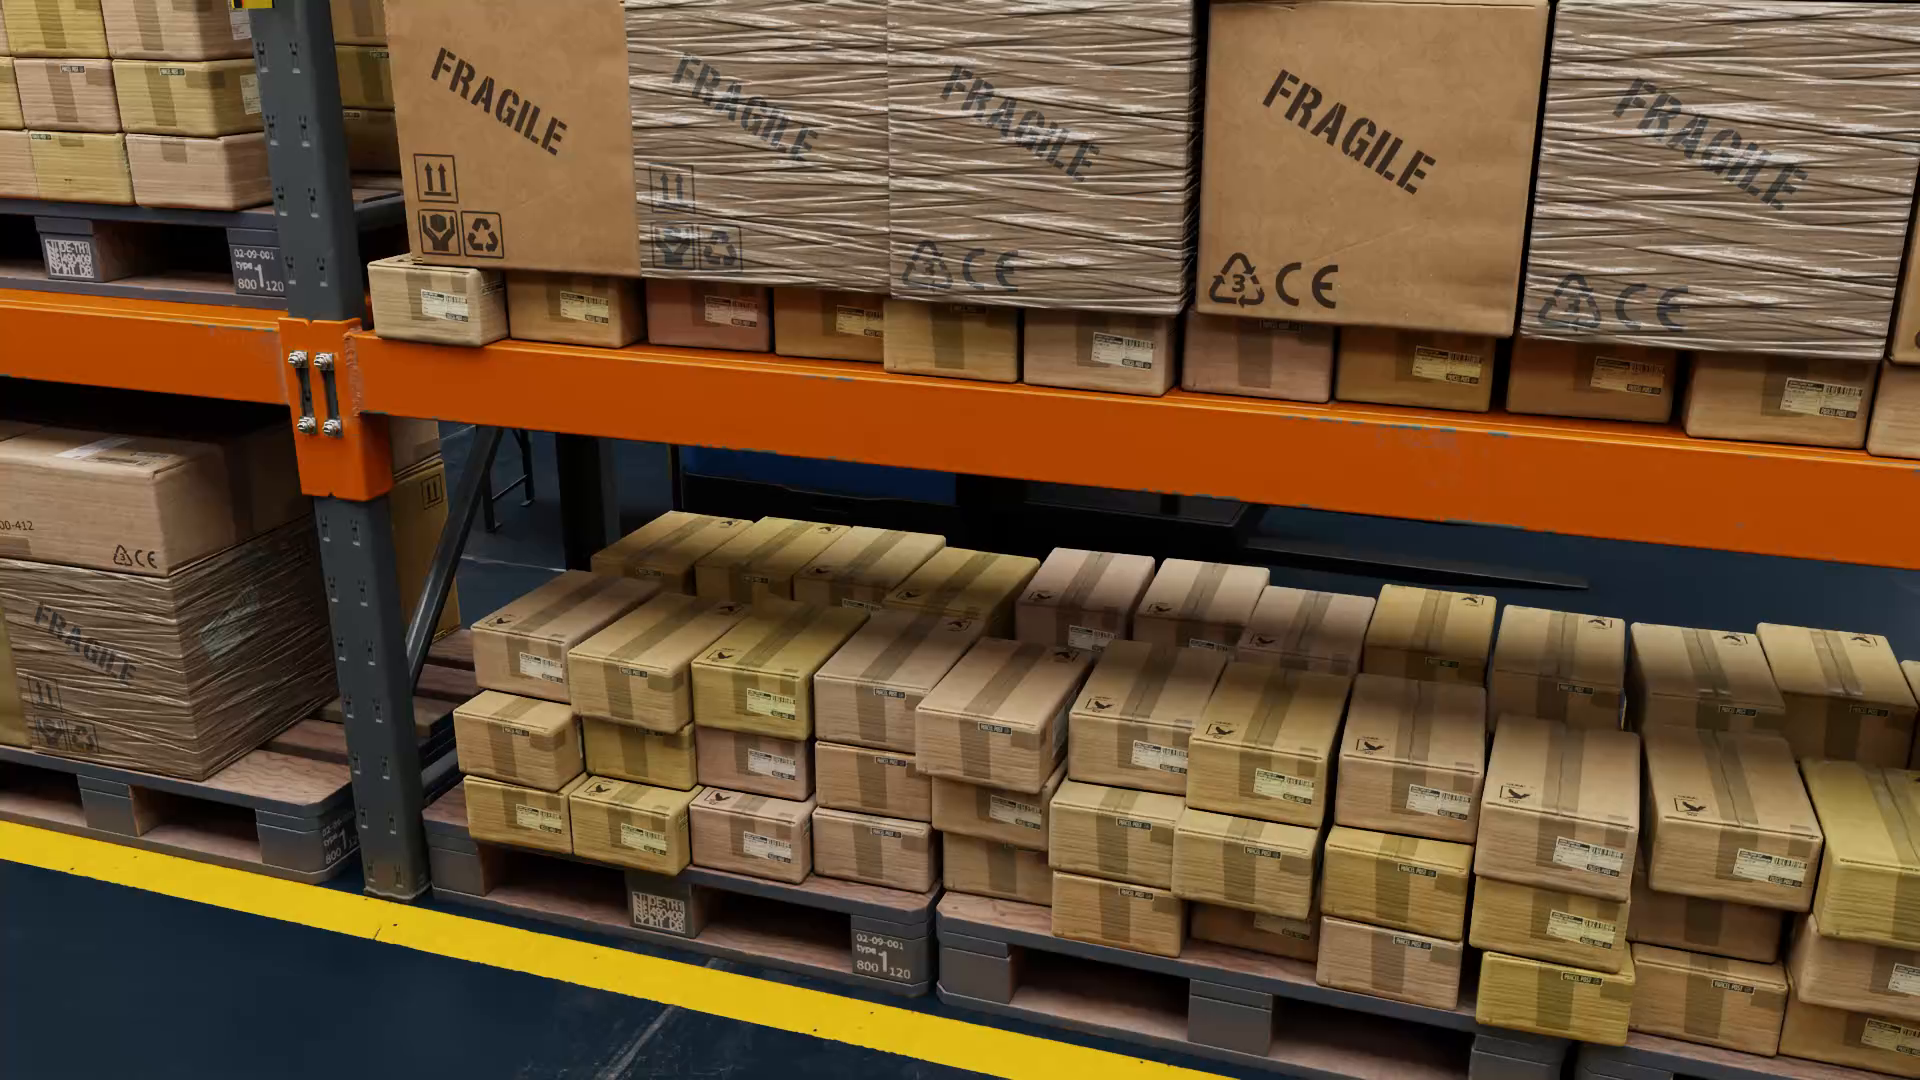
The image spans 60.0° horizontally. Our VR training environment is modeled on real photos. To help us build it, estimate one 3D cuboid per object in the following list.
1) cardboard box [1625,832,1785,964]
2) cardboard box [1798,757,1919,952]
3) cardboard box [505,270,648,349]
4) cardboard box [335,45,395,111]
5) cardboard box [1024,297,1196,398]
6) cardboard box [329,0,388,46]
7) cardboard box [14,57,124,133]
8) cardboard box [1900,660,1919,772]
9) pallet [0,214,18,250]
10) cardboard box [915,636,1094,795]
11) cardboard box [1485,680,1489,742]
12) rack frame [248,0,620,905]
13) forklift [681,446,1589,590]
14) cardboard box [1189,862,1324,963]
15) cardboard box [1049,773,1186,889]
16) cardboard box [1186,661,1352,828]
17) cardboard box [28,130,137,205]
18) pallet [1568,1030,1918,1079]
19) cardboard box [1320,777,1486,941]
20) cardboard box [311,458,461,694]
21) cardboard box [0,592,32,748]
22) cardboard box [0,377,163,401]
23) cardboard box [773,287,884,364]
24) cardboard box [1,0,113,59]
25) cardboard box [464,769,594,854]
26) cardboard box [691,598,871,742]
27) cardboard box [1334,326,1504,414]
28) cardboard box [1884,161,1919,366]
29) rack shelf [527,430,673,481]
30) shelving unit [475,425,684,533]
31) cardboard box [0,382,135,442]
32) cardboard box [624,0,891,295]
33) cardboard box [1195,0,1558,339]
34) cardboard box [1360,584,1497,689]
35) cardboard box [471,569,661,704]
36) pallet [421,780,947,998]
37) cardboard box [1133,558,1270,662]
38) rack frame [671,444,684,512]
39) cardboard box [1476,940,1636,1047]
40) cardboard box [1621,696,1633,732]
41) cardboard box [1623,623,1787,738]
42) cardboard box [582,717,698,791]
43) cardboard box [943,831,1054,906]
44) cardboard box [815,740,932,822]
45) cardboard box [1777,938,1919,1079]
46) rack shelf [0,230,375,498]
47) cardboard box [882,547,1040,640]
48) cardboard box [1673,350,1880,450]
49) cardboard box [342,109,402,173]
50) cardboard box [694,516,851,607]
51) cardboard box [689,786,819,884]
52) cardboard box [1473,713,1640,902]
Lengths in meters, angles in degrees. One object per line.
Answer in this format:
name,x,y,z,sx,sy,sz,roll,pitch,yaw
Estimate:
cardboard box,1.349,0.595,3.055,0.250,0.149,0.380,6,20,17
cardboard box,1.565,0.527,2.796,0.250,0.149,0.380,6,20,17
cardboard box,-0.697,-0.504,3.347,0.250,0.149,0.380,7,20,20
cardboard box,-1.346,-1.166,4.155,0.250,0.149,0.380,7,20,19
cardboard box,0.295,-0.382,2.996,0.250,0.149,0.380,7,21,20
cardboard box,-1.346,-1.306,4.106,0.250,0.149,0.380,8,21,21
cardboard box,-1.815,-0.990,3.650,0.250,0.149,0.380,7,20,18
cardboard box,1.970,0.384,3.206,0.250,0.149,0.380,7,20,19
pallet,-3.020,-0.900,4.394,1.213,0.211,1.003,7,20,18
cardboard box,0.095,0.343,3.325,0.250,0.149,0.380,7,20,19
cardboard box,0.984,0.420,3.555,0.250,0.149,0.380,8,21,21
rack frame,-1.125,-0.760,3.699,0.127,3.000,1.000,7,20,18
forklift,0.588,-1.310,5.381,3.031,2.935,1.130,7,20,20
cardboard box,0.625,0.659,3.321,0.250,0.149,0.380,7,20,20
cardboard box,0.346,0.515,3.284,0.250,0.149,0.380,6,20,18
cardboard box,0.600,0.385,3.203,0.250,0.149,0.380,7,20,18
cardboard box,-1.811,-0.849,3.698,0.250,0.149,0.380,7,20,18
pallet,1.826,0.882,3.226,1.213,0.211,1.003,7,20,18
cardboard box,0.840,0.570,3.125,0.250,0.149,0.380,8,21,21
cardboard box,-1.736,0.060,4.507,0.500,0.500,0.500,7,21,20
cardboard box,-2.392,0.165,4.206,0.500,0.500,0.500,6,20,17
cardboard box,-2.240,-0.351,4.546,0.500,0.250,0.500,7,20,20
cardboard box,-0.173,-0.461,3.222,0.250,0.149,0.380,6,20,16
cardboard box,-1.823,-1.132,3.607,0.250,0.149,0.380,6,20,16
cardboard box,-0.887,0.527,3.700,0.250,0.149,0.380,6,20,16
cardboard box,-0.372,0.269,3.537,0.250,0.149,0.380,6,20,17
cardboard box,0.809,-0.347,2.896,0.250,0.149,0.380,7,20,19
cardboard box,1.659,-0.541,2.468,0.500,0.500,0.500,6,20,17
rack shelf,-1.351,-0.473,6.145,0.720,0.370,0.431,3,19,9
shelving unit,-1.351,-0.781,6.038,0.755,1.500,0.431,3,19,9
cardboard box,-2.393,-0.194,4.095,0.500,0.250,0.500,8,21,21
cardboard box,-0.270,-0.765,3.109,0.500,0.500,0.500,7,20,18
cardboard box,0.710,-0.650,2.781,0.500,0.500,0.500,8,21,21
cardboard box,1.020,0.241,3.618,0.250,0.149,0.380,7,20,19
cardboard box,-0.868,0.209,3.710,0.250,0.149,0.380,7,21,20
pallet,-0.479,0.618,3.982,1.213,0.211,1.003,7,20,18
cardboard box,0.552,0.182,3.785,0.250,0.149,0.380,6,20,16
rack frame,-0.990,-0.761,5.980,0.023,1.500,0.400,3,19,9
cardboard box,1.091,0.746,3.073,0.250,0.149,0.380,6,20,16
cardboard box,1.535,0.436,3.511,0.250,0.149,0.380,7,20,20
cardboard box,1.513,0.316,3.401,0.250,0.149,0.380,6,20,15
cardboard box,-0.619,0.385,3.655,0.250,0.149,0.380,7,20,18
cardboard box,0.138,0.597,3.501,0.250,0.149,0.380,6,20,16
cardboard box,-0.123,0.431,3.525,0.250,0.149,0.380,5,20,15
cardboard box,1.590,0.776,2.985,0.250,0.149,0.380,6,20,18
rack shelf,-3.014,-0.636,4.438,4.000,0.370,1.077,7,20,18
cardboard box,0.008,0.157,3.859,0.250,0.149,0.380,7,20,20
cardboard box,1.300,-0.276,2.691,0.250,0.149,0.380,6,20,16
cardboard box,-1.346,-1.025,4.204,0.250,0.149,0.380,6,20,15
cardboard box,-0.449,0.080,4.080,0.250,0.149,0.380,7,20,19
cardboard box,-0.383,0.567,3.587,0.250,0.149,0.380,6,20,18
cardboard box,1.069,0.468,2.967,0.250,0.149,0.380,7,21,20
